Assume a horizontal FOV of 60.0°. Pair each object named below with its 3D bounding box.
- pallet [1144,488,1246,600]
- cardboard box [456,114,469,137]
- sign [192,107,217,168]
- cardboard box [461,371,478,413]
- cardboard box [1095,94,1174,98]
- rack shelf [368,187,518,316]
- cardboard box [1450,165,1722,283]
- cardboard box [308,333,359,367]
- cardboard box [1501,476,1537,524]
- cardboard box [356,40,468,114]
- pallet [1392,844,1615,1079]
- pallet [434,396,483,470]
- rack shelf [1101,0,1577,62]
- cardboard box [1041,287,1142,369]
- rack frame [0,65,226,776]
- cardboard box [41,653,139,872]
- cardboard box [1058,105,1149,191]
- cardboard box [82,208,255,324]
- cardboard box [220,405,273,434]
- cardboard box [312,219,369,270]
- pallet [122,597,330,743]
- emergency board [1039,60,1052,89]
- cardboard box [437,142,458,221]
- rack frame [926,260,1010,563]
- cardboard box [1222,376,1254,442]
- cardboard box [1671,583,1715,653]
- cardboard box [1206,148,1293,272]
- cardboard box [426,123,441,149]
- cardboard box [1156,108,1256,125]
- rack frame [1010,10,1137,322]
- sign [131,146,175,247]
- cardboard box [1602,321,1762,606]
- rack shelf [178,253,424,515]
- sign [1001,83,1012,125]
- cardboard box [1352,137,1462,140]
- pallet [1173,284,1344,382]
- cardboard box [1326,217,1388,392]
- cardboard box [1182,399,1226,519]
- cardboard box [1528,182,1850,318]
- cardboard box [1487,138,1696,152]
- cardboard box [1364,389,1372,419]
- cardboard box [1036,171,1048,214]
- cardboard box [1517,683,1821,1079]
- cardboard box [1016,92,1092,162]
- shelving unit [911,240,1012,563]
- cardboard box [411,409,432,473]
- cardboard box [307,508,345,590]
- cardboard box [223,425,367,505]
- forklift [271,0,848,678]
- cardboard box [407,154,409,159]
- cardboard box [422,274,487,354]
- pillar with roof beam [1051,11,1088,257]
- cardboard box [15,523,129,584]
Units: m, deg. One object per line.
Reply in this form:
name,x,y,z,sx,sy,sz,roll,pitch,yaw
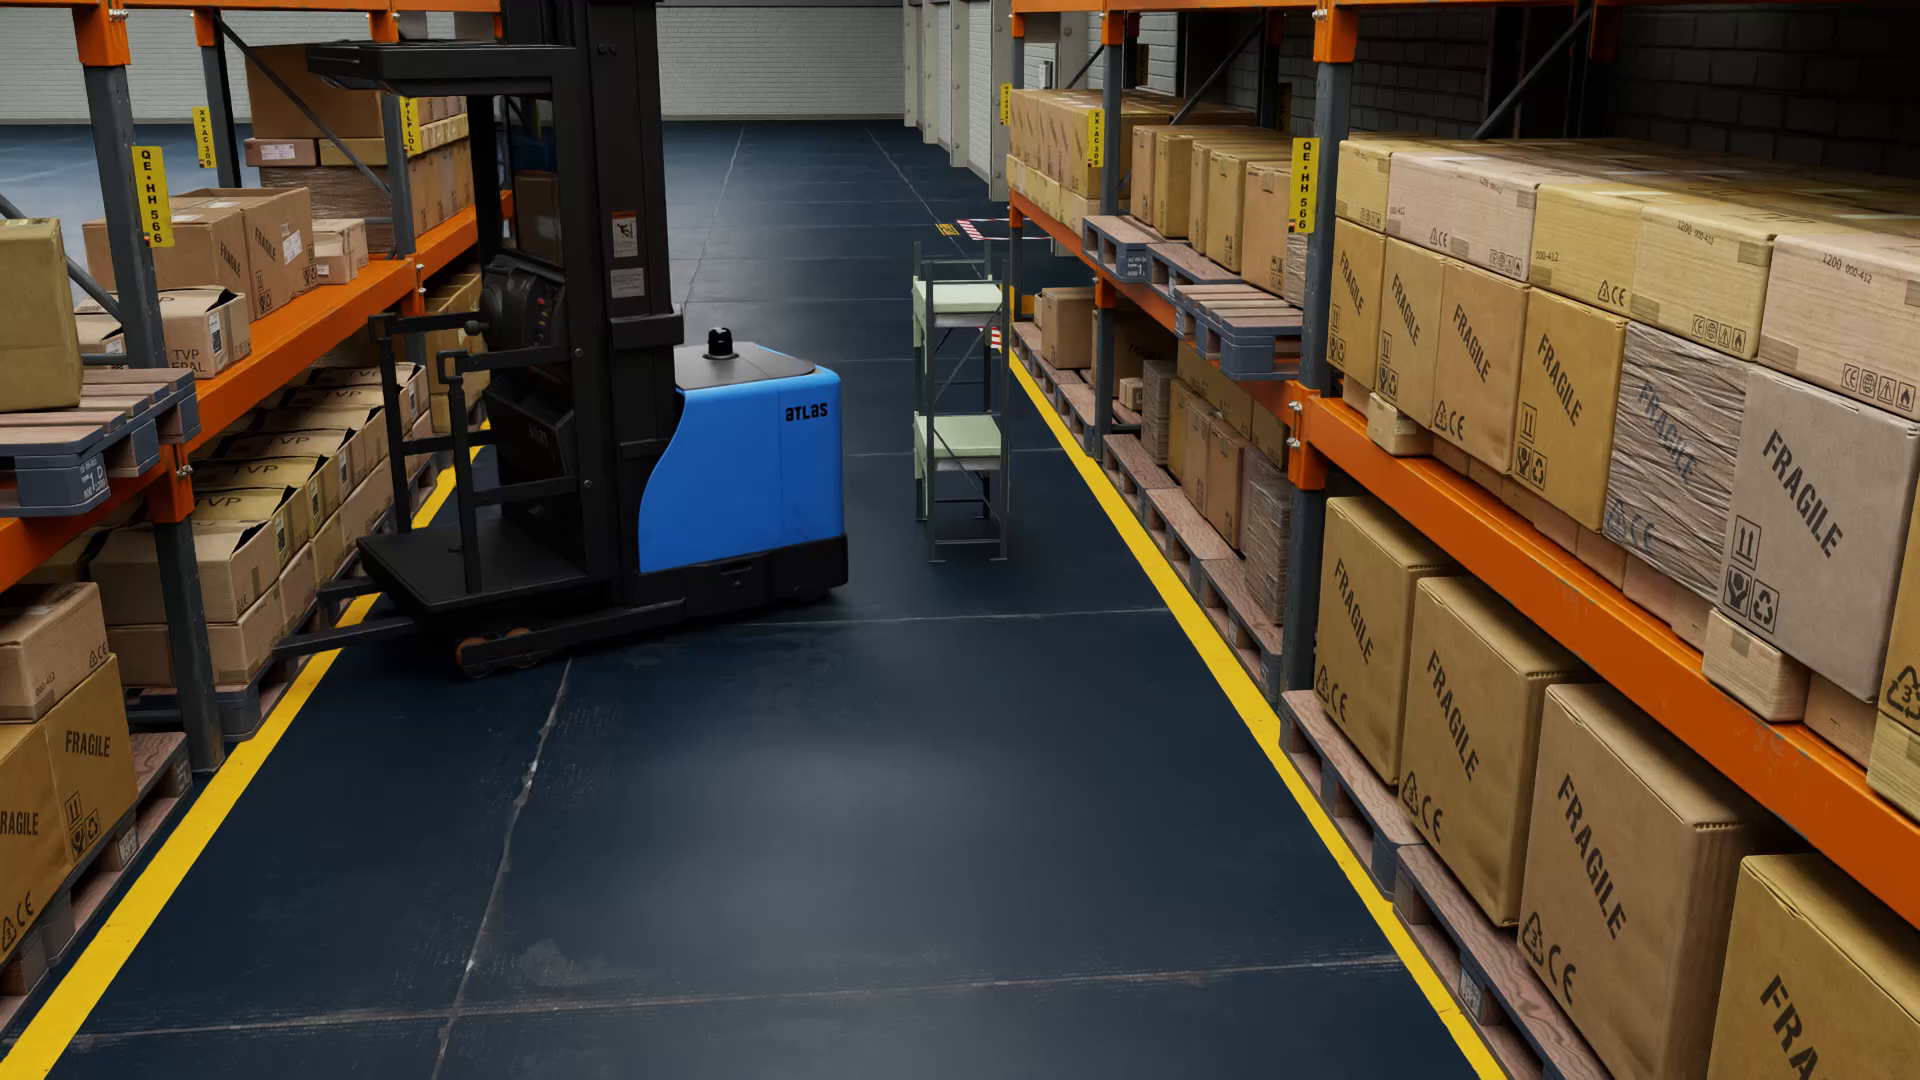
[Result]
pallet,1.542,-0.008,8.350,1.003,0.211,1.213,-2,18,-6
cardboard box,-3.674,-2.914,11.701,0.380,0.149,0.250,-1,17,-4
sign,-4.148,-2.214,9.143,0.100,0.325,0.005,-2,18,-6
cardboard box,-3.389,-0.965,10.634,0.500,0.250,0.500,-2,18,-6
cardboard box,1.278,-2.984,12.139,0.500,0.500,0.500,-2,18,-7
rack shelf,-3.802,-2.033,11.346,1.077,0.370,4.000,-2,18,-6
cardboard box,1.645,-0.848,4.420,0.500,0.250,0.500,-2,18,-5
cardboard box,-3.901,-1.307,10.471,0.500,0.500,0.500,-2,18,-6
cardboard box,1.707,-0.145,4.516,0.380,0.149,0.250,-2,17,-5
cardboard box,-3.908,-3.327,11.934,0.700,0.500,0.500,-2,18,-7
pallet,1.872,1.188,4.542,1.003,0.211,1.213,-2,18,-6
pallet,-3.636,-0.688,10.517,1.003,0.211,1.213,-2,18,-6
rack shelf,1.537,-2.427,7.592,1.077,0.370,4.000,-2,18,-6
cardboard box,0.985,-1.545,12.028,0.700,0.500,0.500,-3,18,-9
rack frame,-3.183,-0.589,5.544,1.000,3.000,0.127,-2,18,-6
cardboard box,-2.853,0.665,4.988,0.500,0.500,0.500,-1,17,-3
cardboard box,0.917,-2.510,10.630,0.500,0.500,0.500,-2,18,-6
cardboard box,-3.373,-1.136,7.120,0.500,0.500,0.500,-3,18,-9
cardboard box,-3.700,-0.502,8.222,0.500,0.311,0.500,-2,18,-7
cardboard box,-3.502,-1.563,8.900,0.500,0.250,0.500,-1,17,-2
pallet,-3.230,0.495,6.747,1.003,0.211,1.213,-2,18,-6
emergency board,1.015,-5.469,21.091,0.194,1.169,0.643,-2,18,-6
cardboard box,-3.811,-2.419,11.208,0.700,0.500,0.500,-1,17,-4
rack frame,0.037,-0.609,8.111,0.400,1.500,0.023,-2,18,-6
cardboard box,1.563,-0.656,7.944,0.500,0.250,0.500,-2,18,-6
cardboard box,1.763,0.163,3.538,0.380,0.149,0.250,-2,18,-6
cardboard box,1.534,-1.511,7.580,0.700,0.500,0.500,-2,18,-6
cardboard box,-3.568,-2.607,10.725,0.380,0.149,0.250,-2,18,-7
cardboard box,1.490,-2.377,10.205,0.500,0.500,0.500,-2,18,-7
rack frame,0.918,-3.126,13.627,1.000,3.000,0.127,-2,18,-6
sign,-2.645,-1.123,5.445,0.100,0.325,0.005,-2,18,-6
cardboard box,1.752,-0.182,3.551,0.500,0.500,0.500,-2,18,-6
rack shelf,-3.390,-0.841,7.550,1.077,0.370,4.000,-2,18,-6
sign,0.379,-3.522,13.444,0.100,0.325,0.005,-2,18,-6
cardboard box,1.678,-1.412,6.182,0.380,0.149,0.250,-4,18,-13
pallet,1.564,-0.860,6.730,1.213,0.211,1.003,-2,18,-6
cardboard box,1.539,-0.789,5.486,0.500,0.500,0.500,-1,17,-4
cardboard box,1.539,-0.427,8.469,0.700,0.500,0.500,-2,17,-5
cardboard box,1.704,-0.696,3.936,0.500,0.250,0.500,-2,18,-7
cardboard box,2.048,-1.173,5.455,0.500,0.250,0.500,-1,17,-4
cardboard box,1.564,-0.452,5.495,0.380,0.149,0.250,-2,17,-5
cardboard box,0.817,-2.452,11.697,0.500,0.250,0.500,-2,18,-5
cardboard box,1.865,0.820,3.946,0.750,0.750,0.750,-1,17,-4
cardboard box,0.710,-3.123,12.582,0.500,0.500,0.500,-2,18,-5
shelving unit,-0.001,-0.718,8.459,0.431,1.500,0.755,-2,18,-6
cardboard box,-3.265,-0.554,9.324,0.500,0.250,0.500,-2,18,-6
cardboard box,-3.058,0.053,7.389,0.500,0.250,0.500,-2,18,-7
cardboard box,-3.112,-0.371,7.805,0.500,0.311,0.500,-2,18,-6
forklift,-2.037,-1.009,6.997,3.031,2.935,1.130,-11,21,-32
cardboard box,-3.457,-2.298,9.740,0.380,0.149,0.250,-2,17,-5
cardboard box,-3.436,-1.472,10.997,0.500,0.500,0.500,-2,18,-6
pillar with roof beam,-3.050,-7.461,17.420,9.100,9.000,0.400,-2,18,-6
cardboard box,-3.482,0.107,6.282,0.500,0.311,0.500,-1,17,-4
